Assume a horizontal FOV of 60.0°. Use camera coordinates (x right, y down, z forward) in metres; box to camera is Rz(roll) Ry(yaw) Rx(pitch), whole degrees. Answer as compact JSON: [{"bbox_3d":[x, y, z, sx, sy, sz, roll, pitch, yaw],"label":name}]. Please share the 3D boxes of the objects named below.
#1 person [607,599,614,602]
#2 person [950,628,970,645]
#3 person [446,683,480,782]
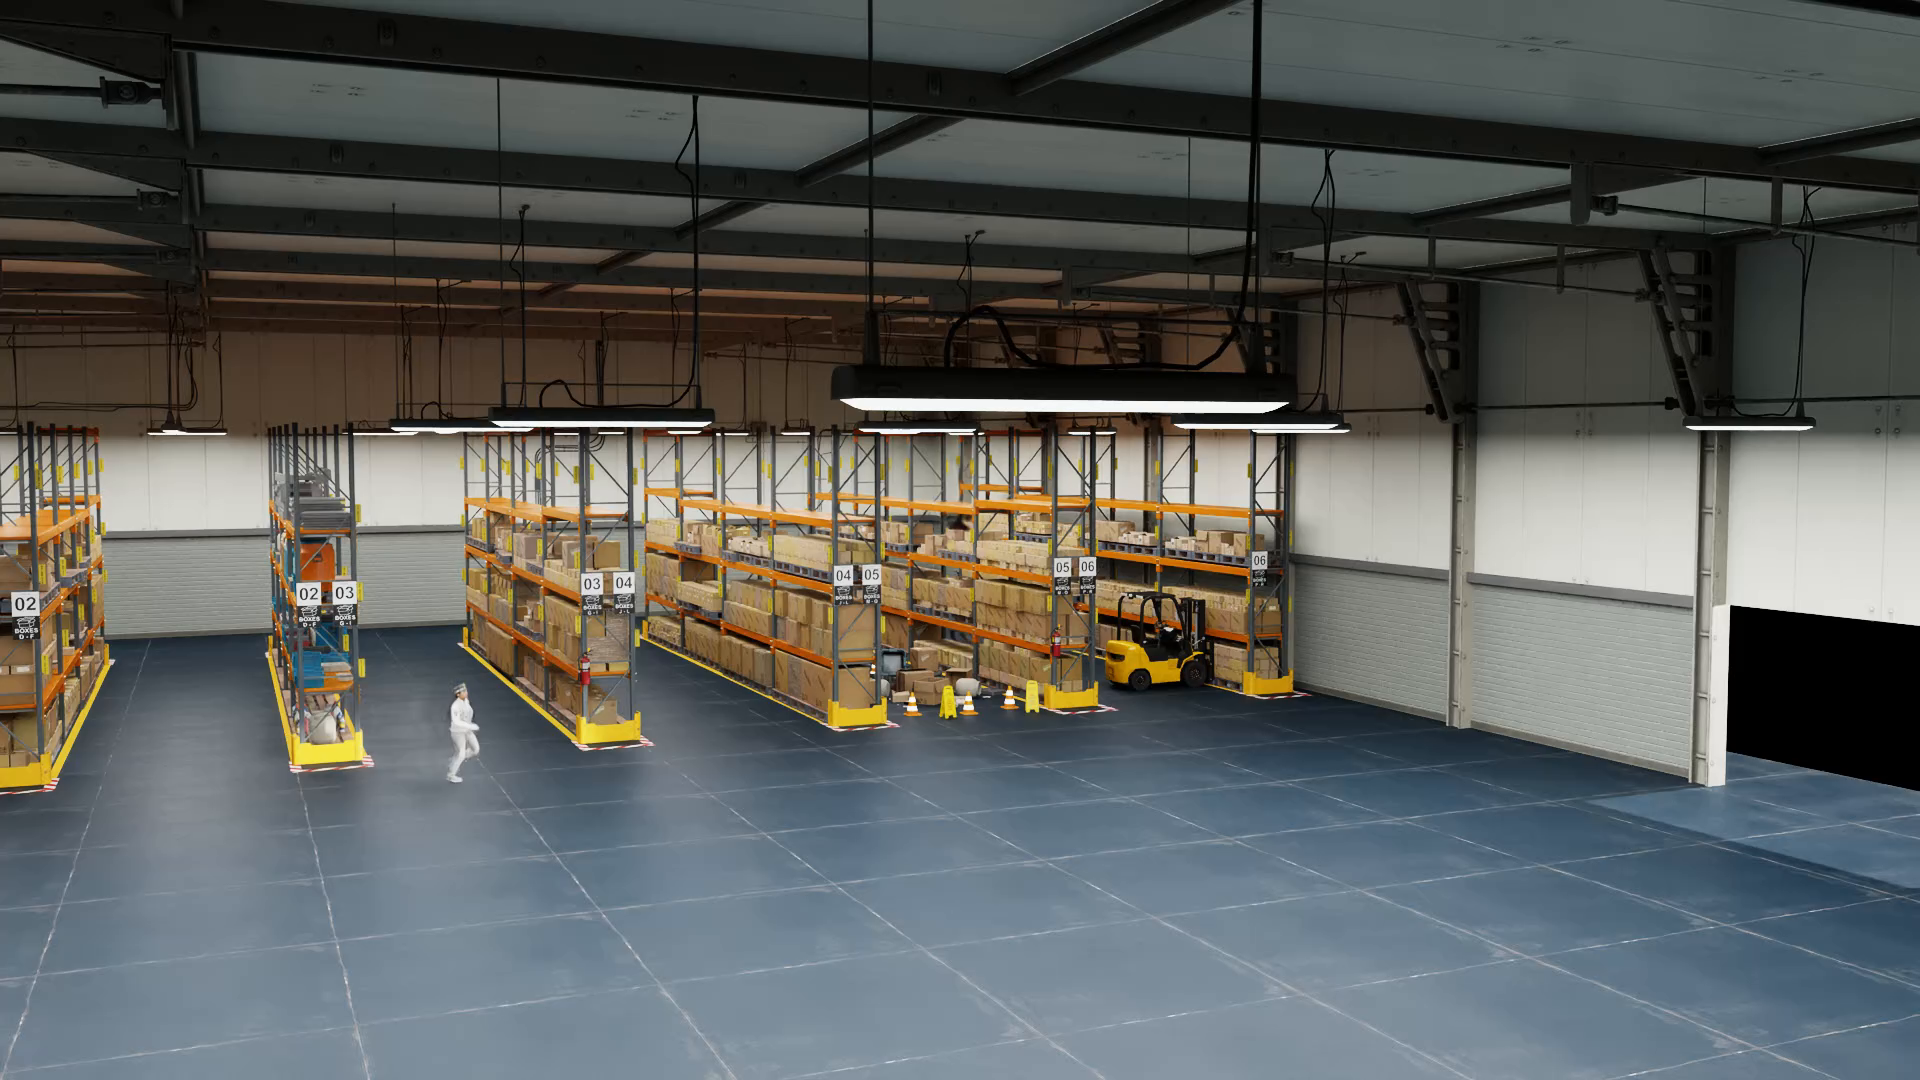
[{"bbox_3d":[-10.141,1.980,47.703,0.700,1.737,0.950,2,4,32],"label":"person"},{"bbox_3d":[-0.050,2.152,44.906,0.583,1.630,0.855,-3,4,-36],"label":"person"},{"bbox_3d":[-8.276,3.201,27.763,0.631,1.655,0.638,1,4,12],"label":"person"}]
